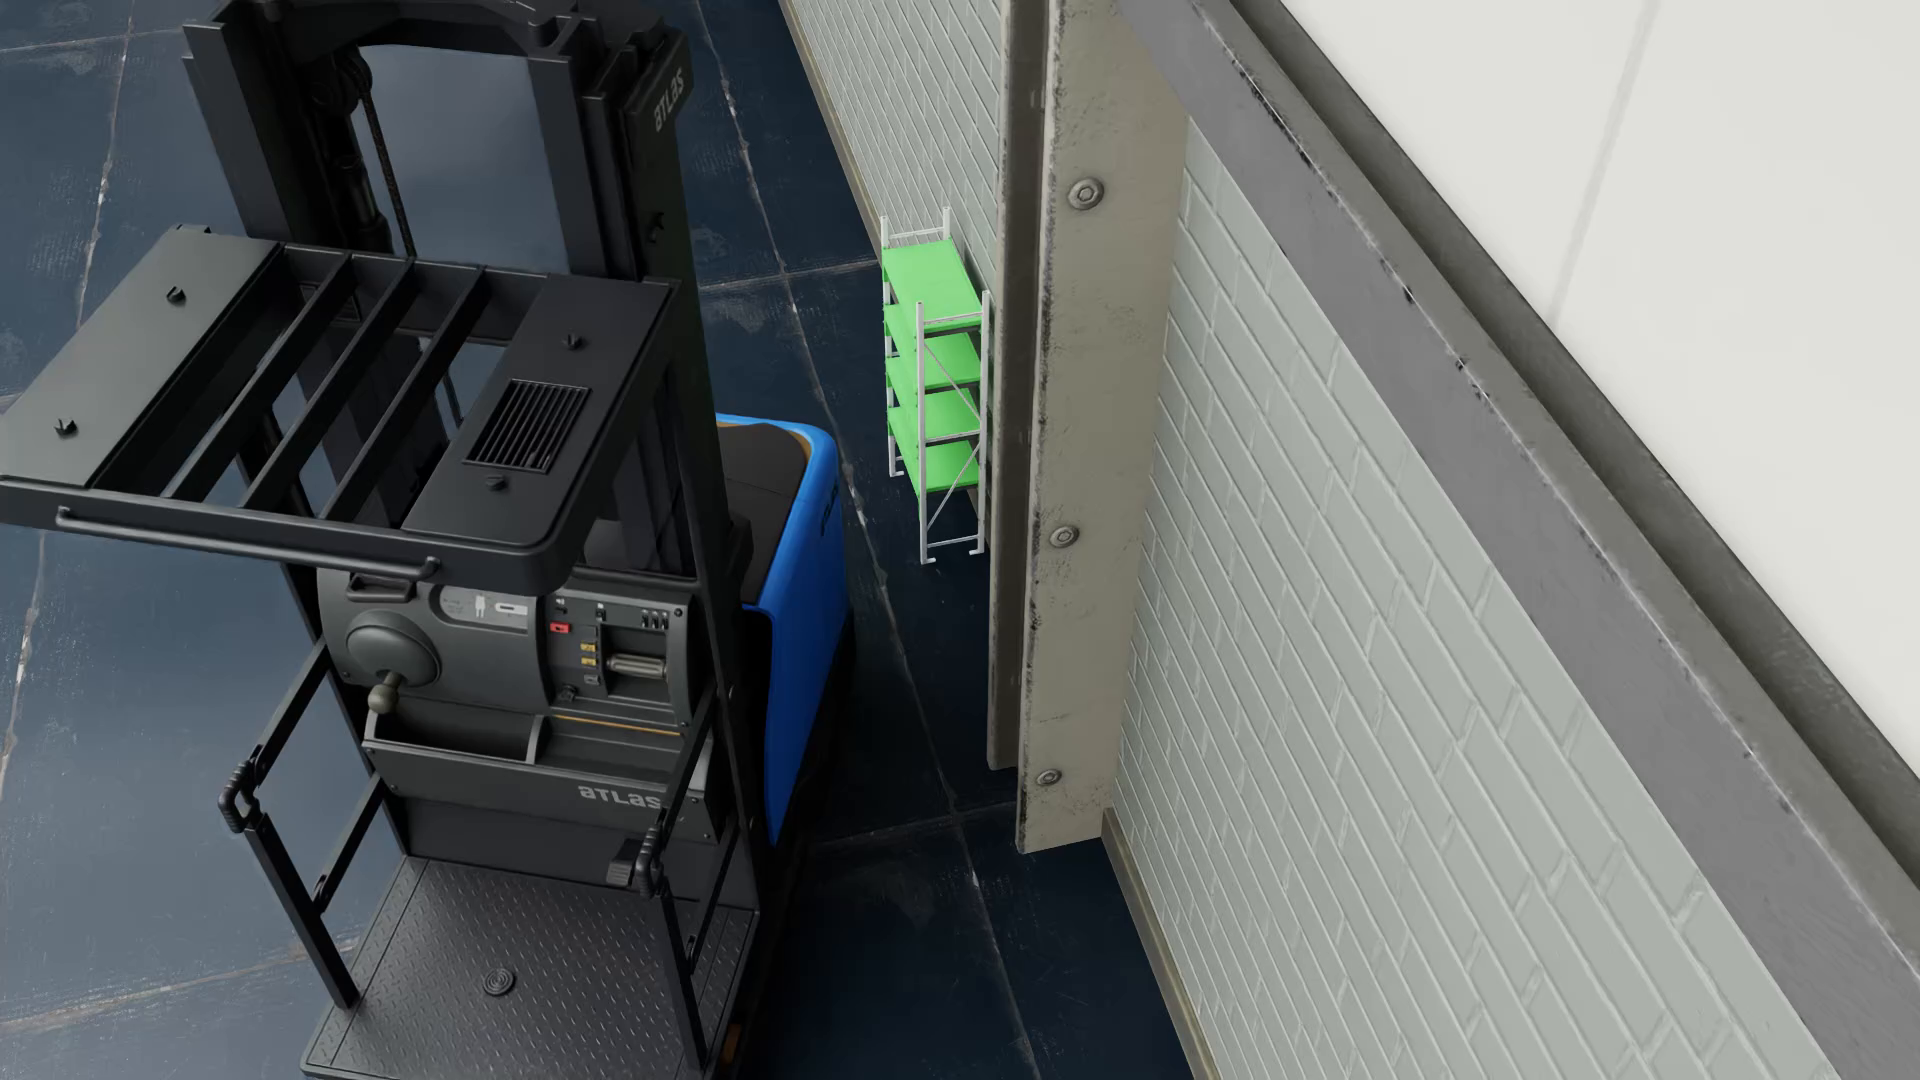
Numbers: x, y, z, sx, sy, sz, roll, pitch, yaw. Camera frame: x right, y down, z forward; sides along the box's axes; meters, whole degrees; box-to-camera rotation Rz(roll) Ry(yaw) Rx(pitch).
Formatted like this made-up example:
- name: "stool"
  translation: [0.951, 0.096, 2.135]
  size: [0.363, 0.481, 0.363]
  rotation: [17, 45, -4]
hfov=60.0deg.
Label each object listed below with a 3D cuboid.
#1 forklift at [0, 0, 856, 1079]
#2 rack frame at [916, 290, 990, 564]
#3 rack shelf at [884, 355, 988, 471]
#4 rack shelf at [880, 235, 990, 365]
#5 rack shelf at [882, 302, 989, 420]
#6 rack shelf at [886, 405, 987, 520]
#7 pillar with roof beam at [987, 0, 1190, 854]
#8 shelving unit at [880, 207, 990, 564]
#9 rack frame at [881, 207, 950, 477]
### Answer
- name: "forklift"
  translation: [-1.132, 0.353, 3.852]
  size: [1.130, 2.935, 3.031]
  rotation: [7, 46, 7]
- name: "rack frame"
  translation: [-0.025, -0.357, 5.759]
  size: [0.240, 1.200, 0.015]
  rotation: [-11, 47, -11]
- name: "rack shelf"
  translation: [-0.090, -0.480, 5.969]
  size: [0.258, 0.148, 0.480]
  rotation: [-11, 47, -11]
- name: "rack shelf"
  translation: [-0.087, -0.817, 5.627]
  size: [0.258, 0.148, 0.480]
  rotation: [-11, 47, -11]
- name: "rack shelf"
  translation: [-0.089, -0.648, 5.798]
  size: [0.258, 0.148, 0.480]
  rotation: [-11, 47, -11]
- name: "rack shelf"
  translation: [-0.091, -0.312, 6.140]
  size: [0.258, 0.148, 0.480]
  rotation: [-11, 47, -11]
- name: "pillar with roof beam"
  translation: [-3.875, -1.530, 1.449]
  size: [9.100, 9.000, 0.400]
  rotation: [-11, 47, -10]
- name: "shelving unit"
  translation: [-0.089, -0.525, 5.924]
  size: [0.258, 1.200, 0.503]
  rotation: [-11, 47, -11]
- name: "rack frame"
  translation: [-0.154, -0.693, 6.088]
  size: [0.240, 1.200, 0.015]
  rotation: [-11, 47, -11]
